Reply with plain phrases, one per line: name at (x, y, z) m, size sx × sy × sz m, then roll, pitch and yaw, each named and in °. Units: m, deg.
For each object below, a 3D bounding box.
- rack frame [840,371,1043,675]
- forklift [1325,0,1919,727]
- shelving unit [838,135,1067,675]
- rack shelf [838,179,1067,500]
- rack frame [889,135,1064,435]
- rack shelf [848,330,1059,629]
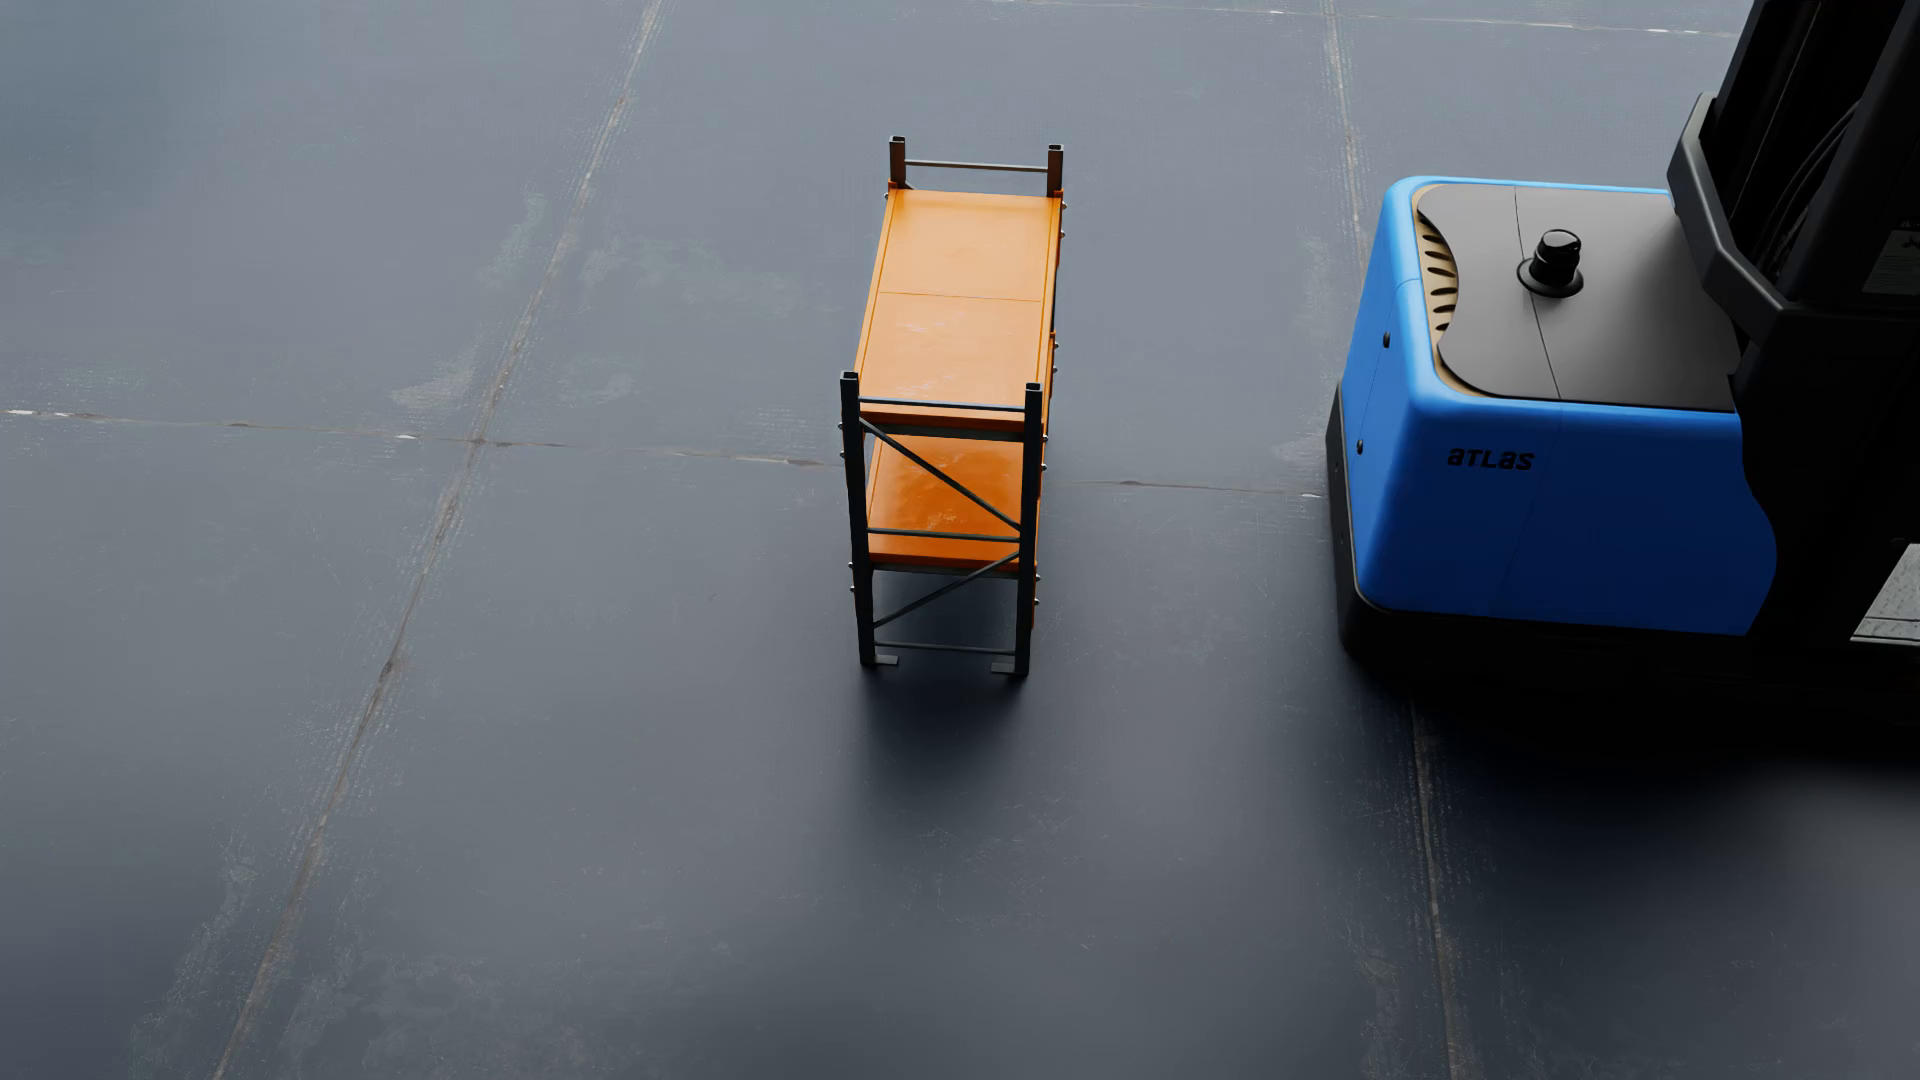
rack frame at (-0.046, -0.011, 4.498) m, size 0.500 × 1.125 × 0.032 m, roll 4°, pitch 48°, yaw 4°
forklift at (2.666, -0.856, 4.047) m, size 3.031 × 2.935 × 1.130 m, roll 4°, pitch 48°, yaw 4°
shelving unit at (0.001, -0.385, 4.839) m, size 0.538 × 1.125 × 1.048 m, roll 4°, pitch 48°, yaw 4°
rack shelf at (0.001, -0.582, 4.623) m, size 0.538 × 0.278 × 1.000 m, roll 4°, pitch 48°, yaw 4°
rack frame at (0.047, -0.758, 5.181) m, size 0.500 × 1.125 × 0.032 m, roll 4°, pitch 48°, yaw 4°
rack shelf at (0.001, -0.220, 5.020) m, size 0.538 × 0.278 × 1.000 m, roll 4°, pitch 48°, yaw 4°
